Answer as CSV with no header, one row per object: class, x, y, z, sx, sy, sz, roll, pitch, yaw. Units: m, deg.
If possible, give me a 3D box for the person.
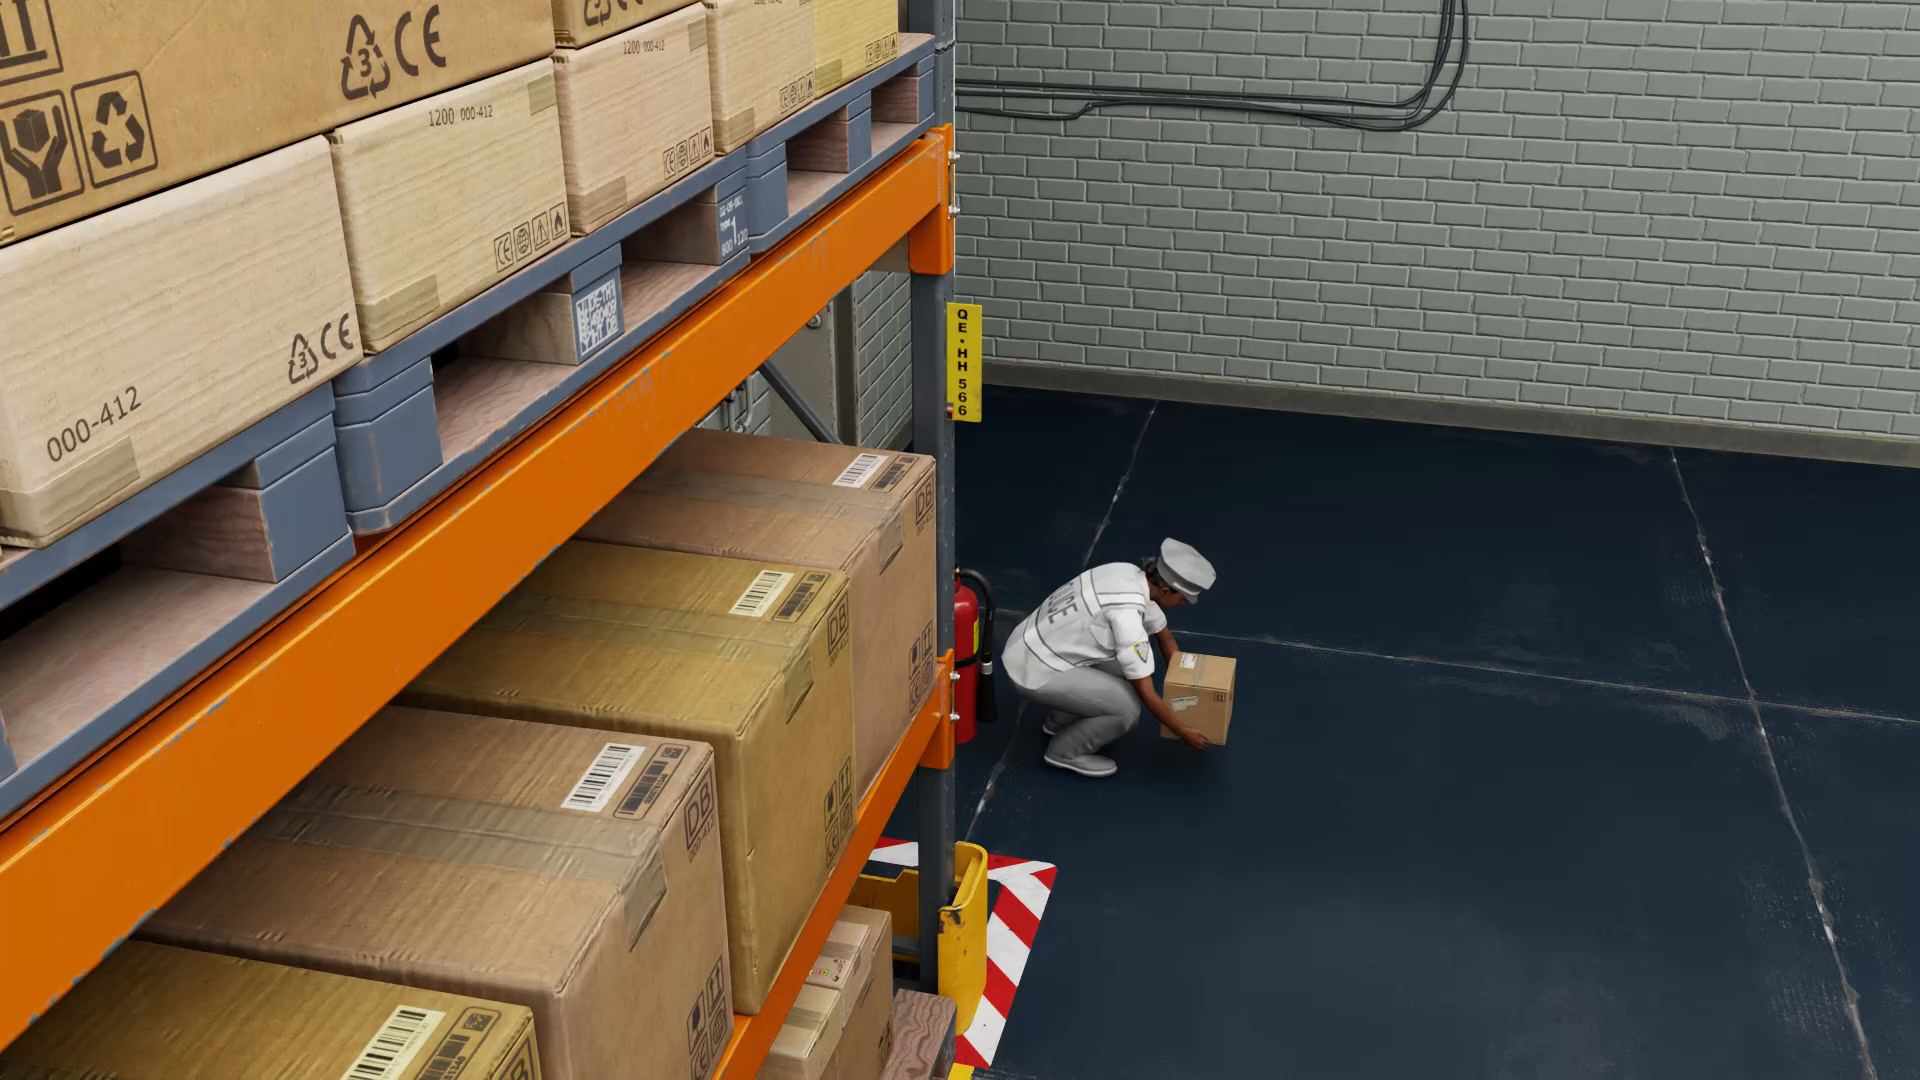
person,3.832,2.665,0.821,10.192,1.845,10.686,6,26,13
